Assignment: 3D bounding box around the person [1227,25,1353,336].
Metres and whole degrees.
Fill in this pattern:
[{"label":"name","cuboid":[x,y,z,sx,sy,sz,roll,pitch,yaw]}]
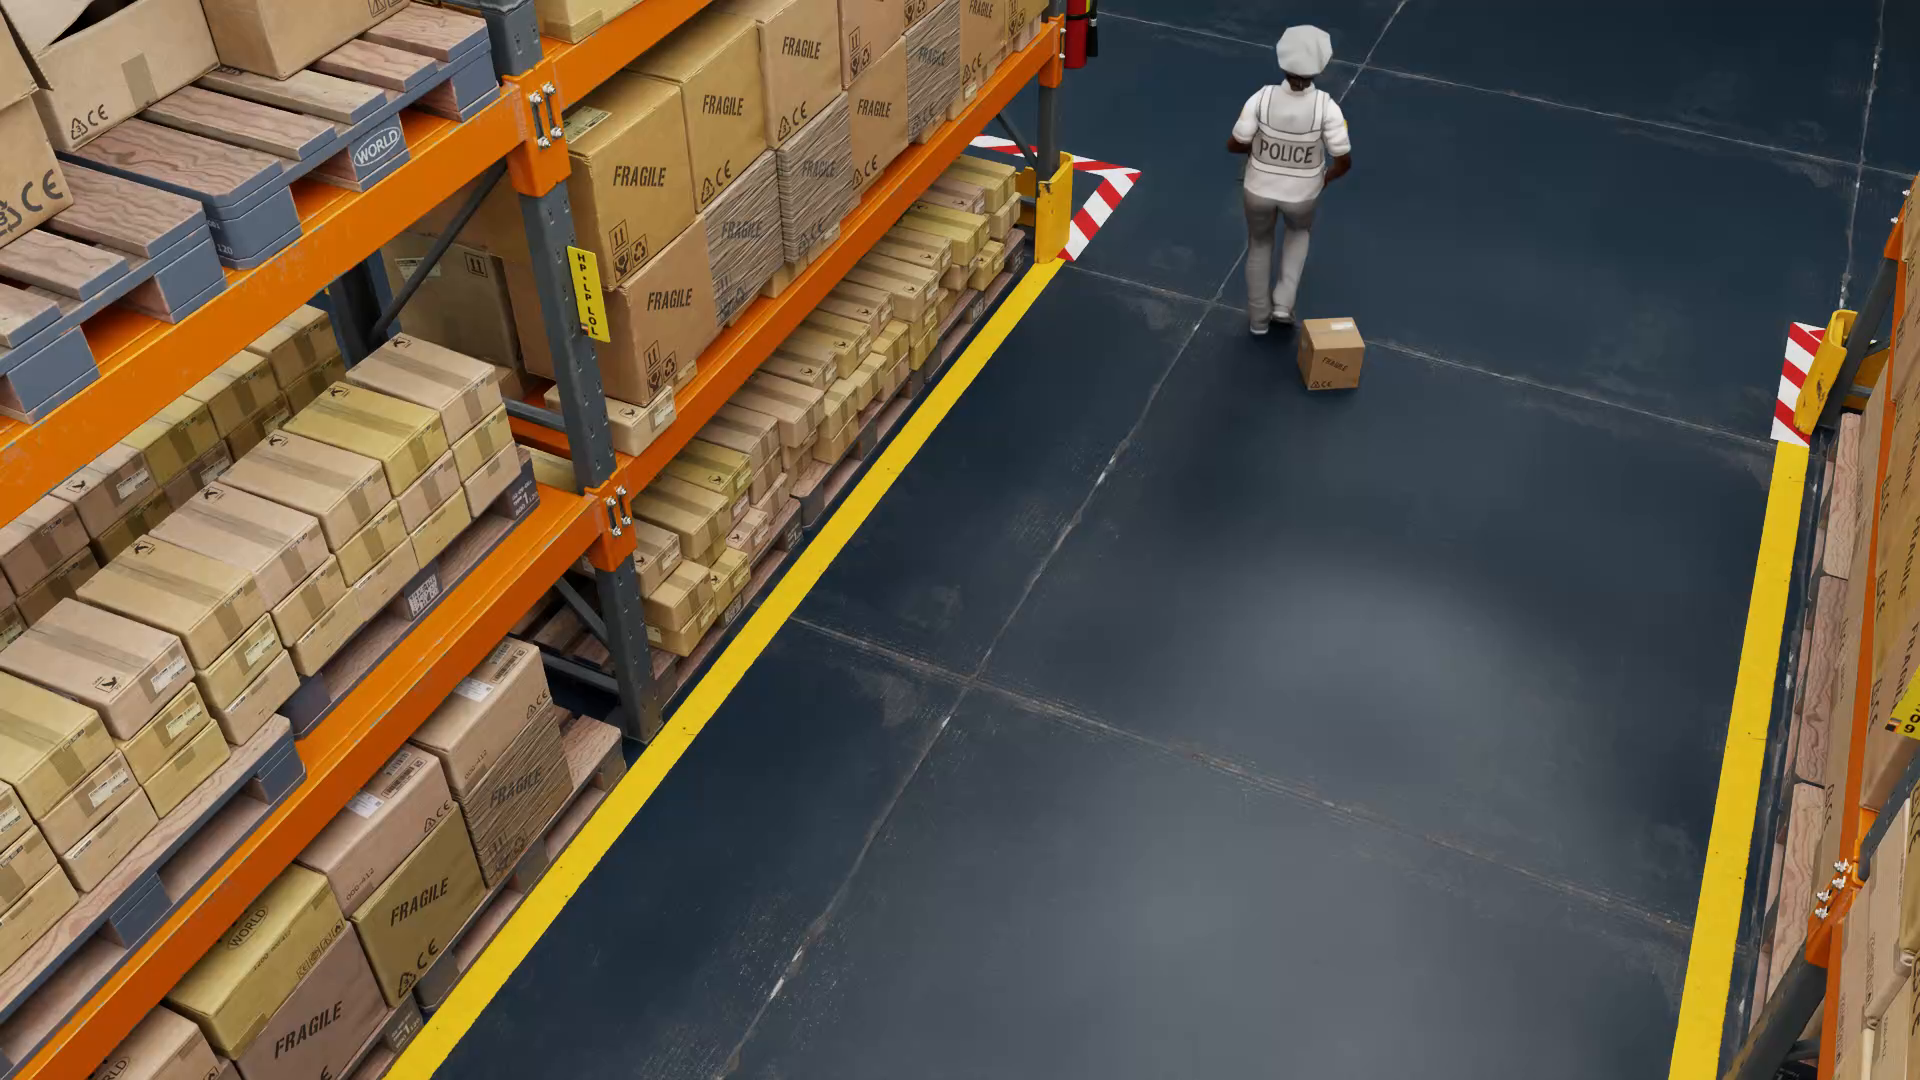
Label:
[{"label":"person","cuboid":[1.571,-1.727,8.059,0.591,1.680,0.508,8,43,9]}]
